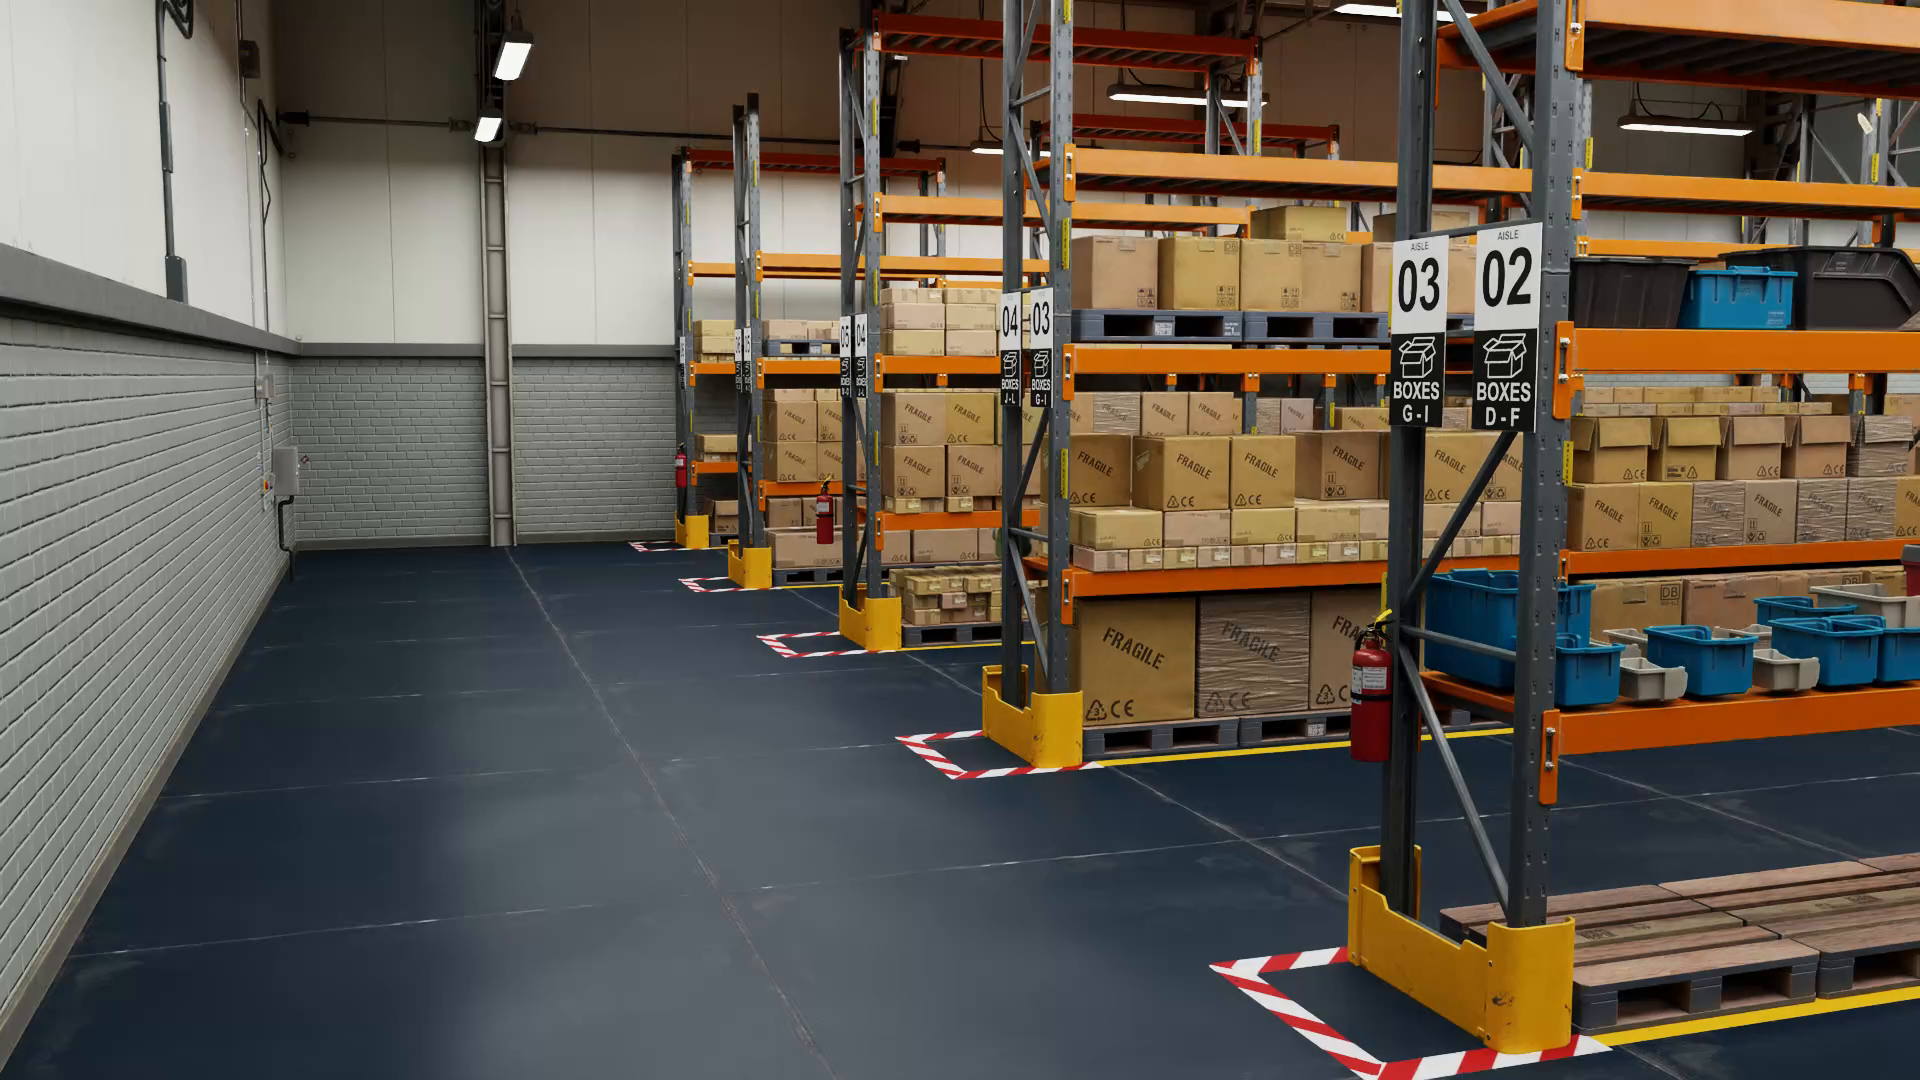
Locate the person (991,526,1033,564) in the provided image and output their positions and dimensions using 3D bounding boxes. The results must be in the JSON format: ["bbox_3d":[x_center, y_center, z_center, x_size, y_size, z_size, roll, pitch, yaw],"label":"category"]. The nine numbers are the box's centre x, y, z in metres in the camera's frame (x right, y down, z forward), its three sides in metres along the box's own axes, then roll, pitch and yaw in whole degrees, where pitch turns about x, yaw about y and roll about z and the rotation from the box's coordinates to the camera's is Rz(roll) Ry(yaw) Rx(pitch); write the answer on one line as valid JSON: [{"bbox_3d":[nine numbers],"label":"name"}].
[{"bbox_3d":[0.606,-0.145,19.023,0.526,1.785,0.356,-2,6,-18],"label":"person"}]
